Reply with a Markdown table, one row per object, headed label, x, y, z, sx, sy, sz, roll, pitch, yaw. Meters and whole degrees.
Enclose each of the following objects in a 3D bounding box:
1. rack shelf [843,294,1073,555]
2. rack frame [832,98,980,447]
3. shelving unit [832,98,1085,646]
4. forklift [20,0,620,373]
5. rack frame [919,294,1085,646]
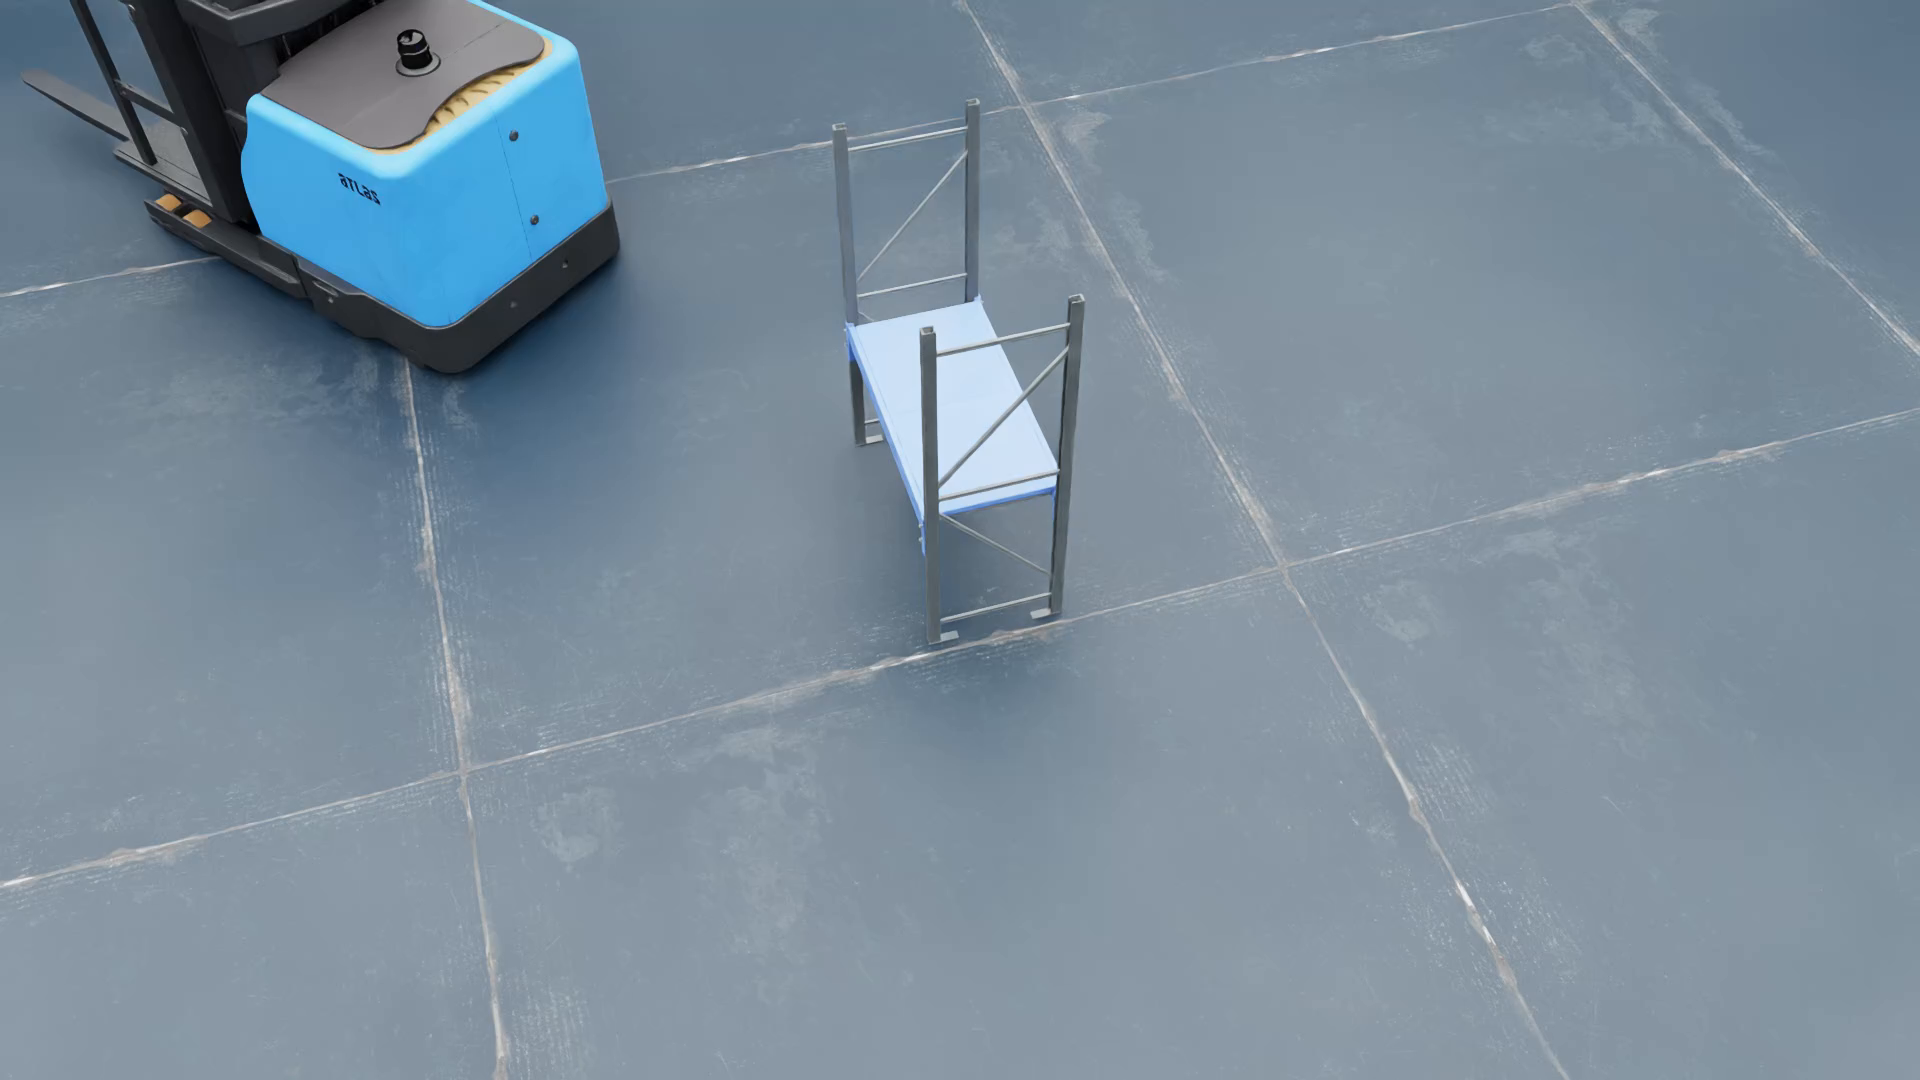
| label | x | y | z | sx | sy | sz | roll | pitch | yaw |
| --- | --- | --- | --- | --- | --- | --- | --- | --- | --- |
| rack shelf | -0.025 | -0.430 | 5.867 | 0.538 | 0.185 | 1.000 | -13 | 51 | -11 |
| rack frame | -0.176 | -0.917 | 6.042 | 0.500 | 1.500 | 0.032 | -13 | 51 | -11 |
| shelving unit | -0.025 | -0.546 | 5.729 | 0.538 | 1.500 | 1.048 | -13 | 51 | -11 |
| forklift | -2.979 | -2.532 | 6.467 | 3.031 | 2.935 | 1.130 | 28 | 55 | 22 |
| rack frame | 0.125 | -0.174 | 5.416 | 0.500 | 1.500 | 0.032 | -13 | 51 | -11 |
